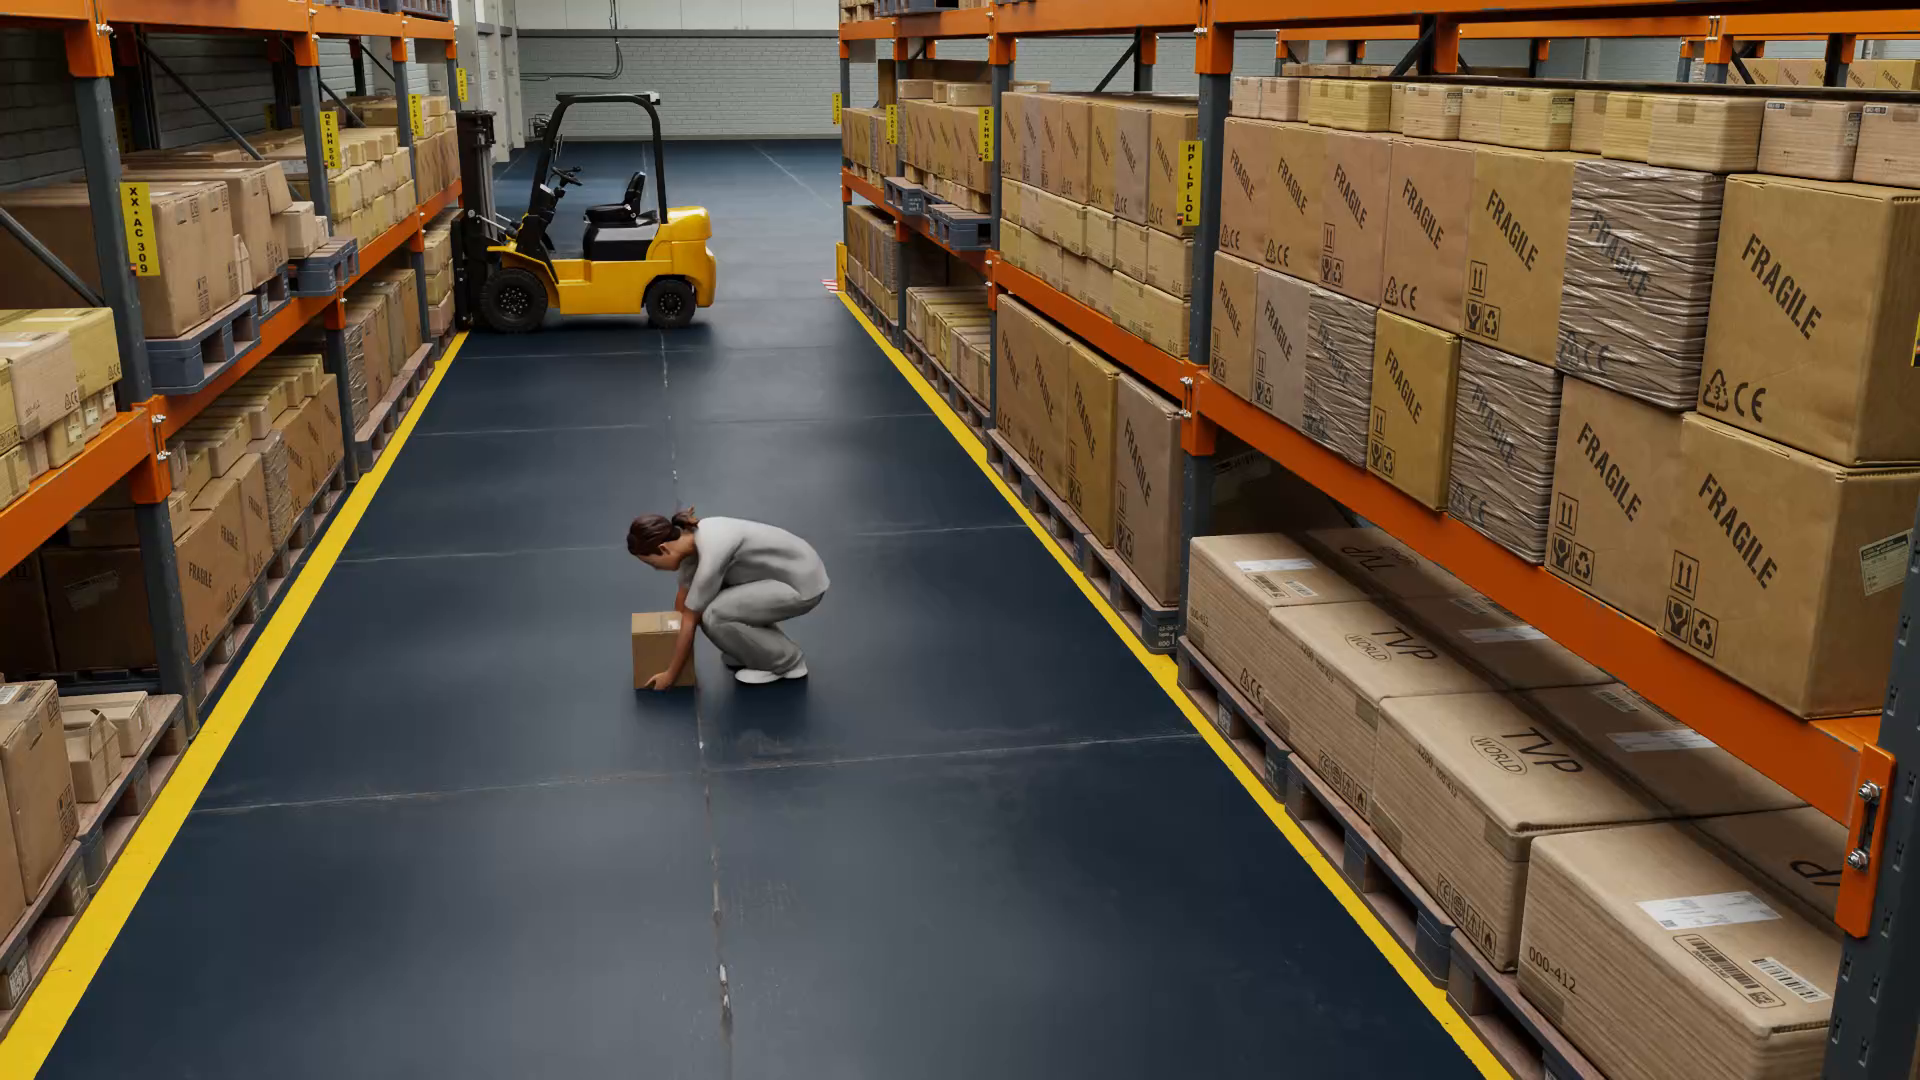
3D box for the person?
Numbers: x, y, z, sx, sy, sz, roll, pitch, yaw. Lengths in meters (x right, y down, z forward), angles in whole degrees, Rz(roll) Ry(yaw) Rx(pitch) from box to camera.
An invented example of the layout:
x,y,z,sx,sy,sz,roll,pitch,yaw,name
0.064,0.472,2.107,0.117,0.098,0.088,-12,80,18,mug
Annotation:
x,y,z,sx,sy,sz,roll,pitch,yaw,name
-0.963,0.250,6.980,0.827,0.816,0.466,-3,17,-11,person
